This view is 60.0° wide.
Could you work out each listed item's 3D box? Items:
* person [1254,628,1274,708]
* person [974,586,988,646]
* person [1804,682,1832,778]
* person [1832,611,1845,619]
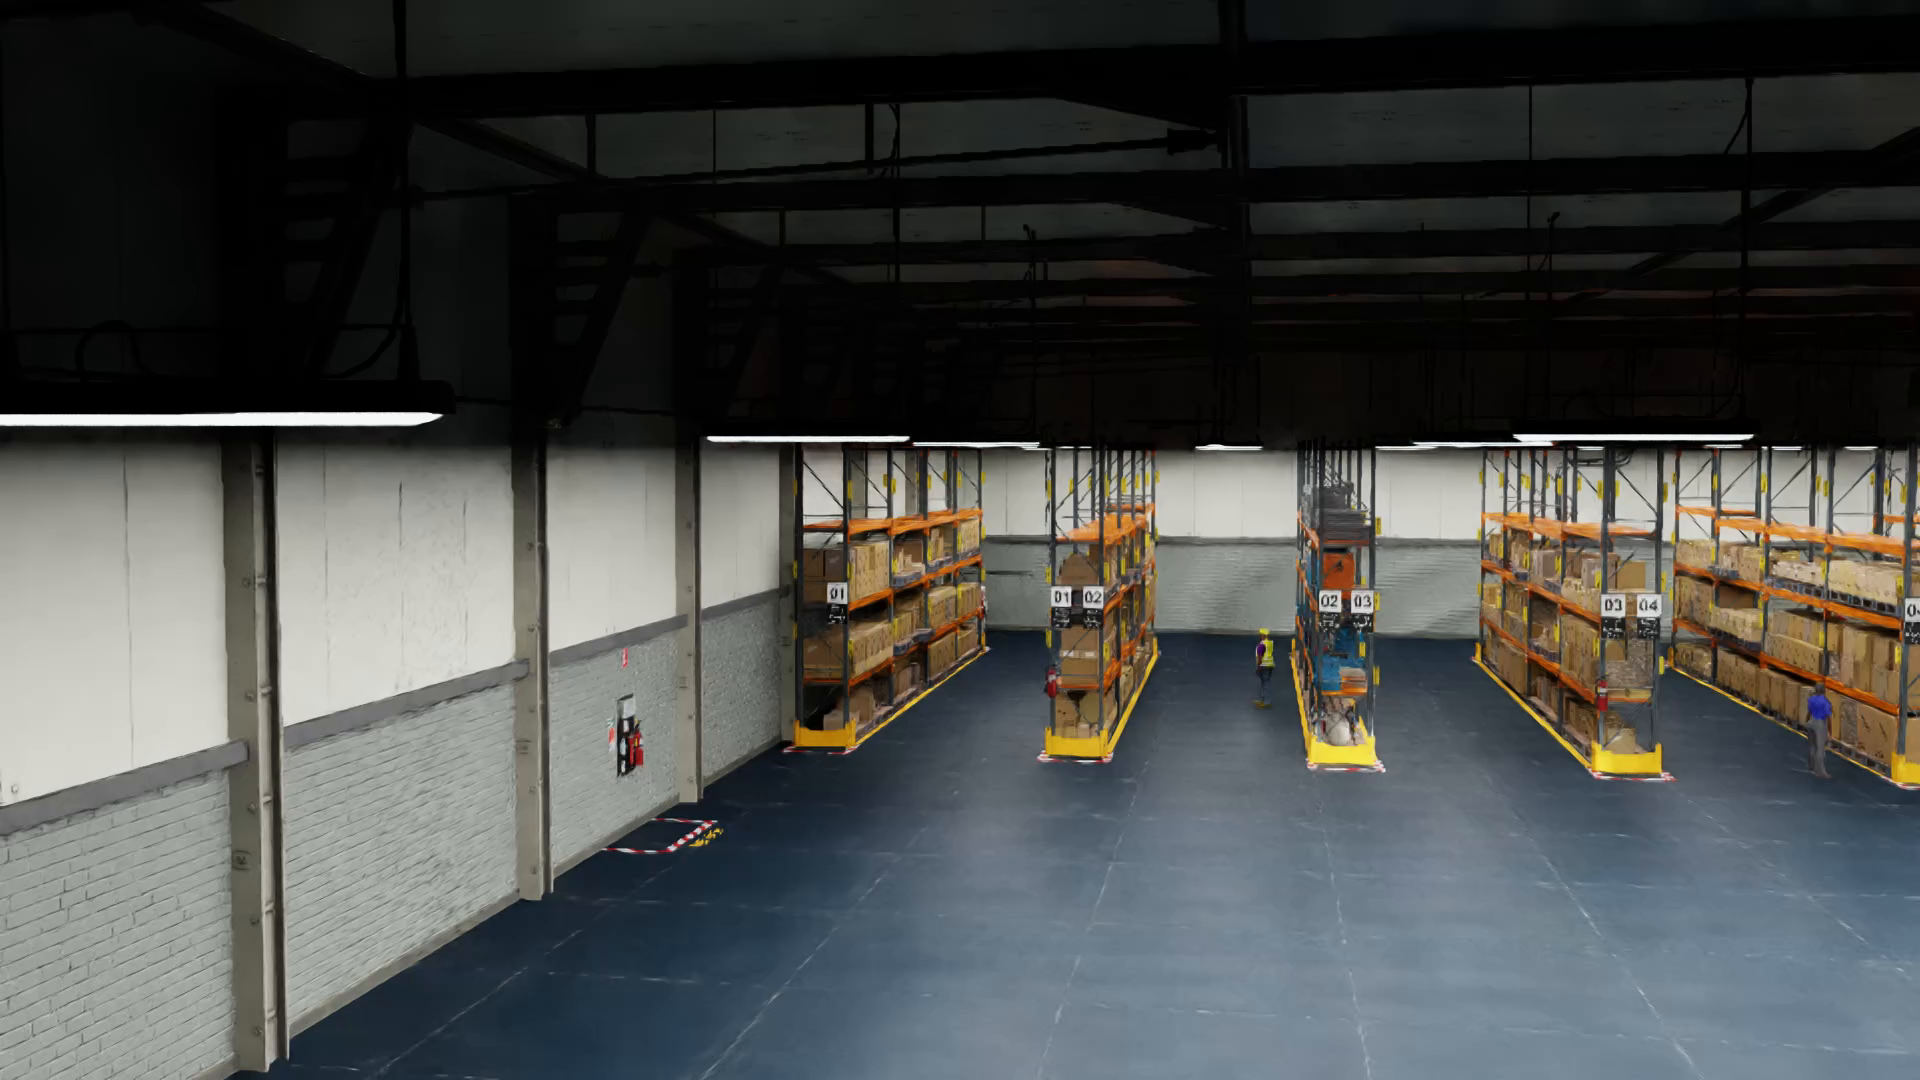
[{"bbox_3d":[6.814,2.849,37.332,0.540,1.766,0.639,2,4,35],"label":"person"},{"bbox_3d":[0.588,2.234,49.097,0.511,1.791,0.528,2,4,33],"label":"person"},{"bbox_3d":[15.181,3.331,29.359,0.468,1.668,0.600,-1,3,-20],"label":"person"},{"bbox_3d":[22.762,2.574,43.212,0.701,1.704,0.665,0,3,4],"label":"person"}]
